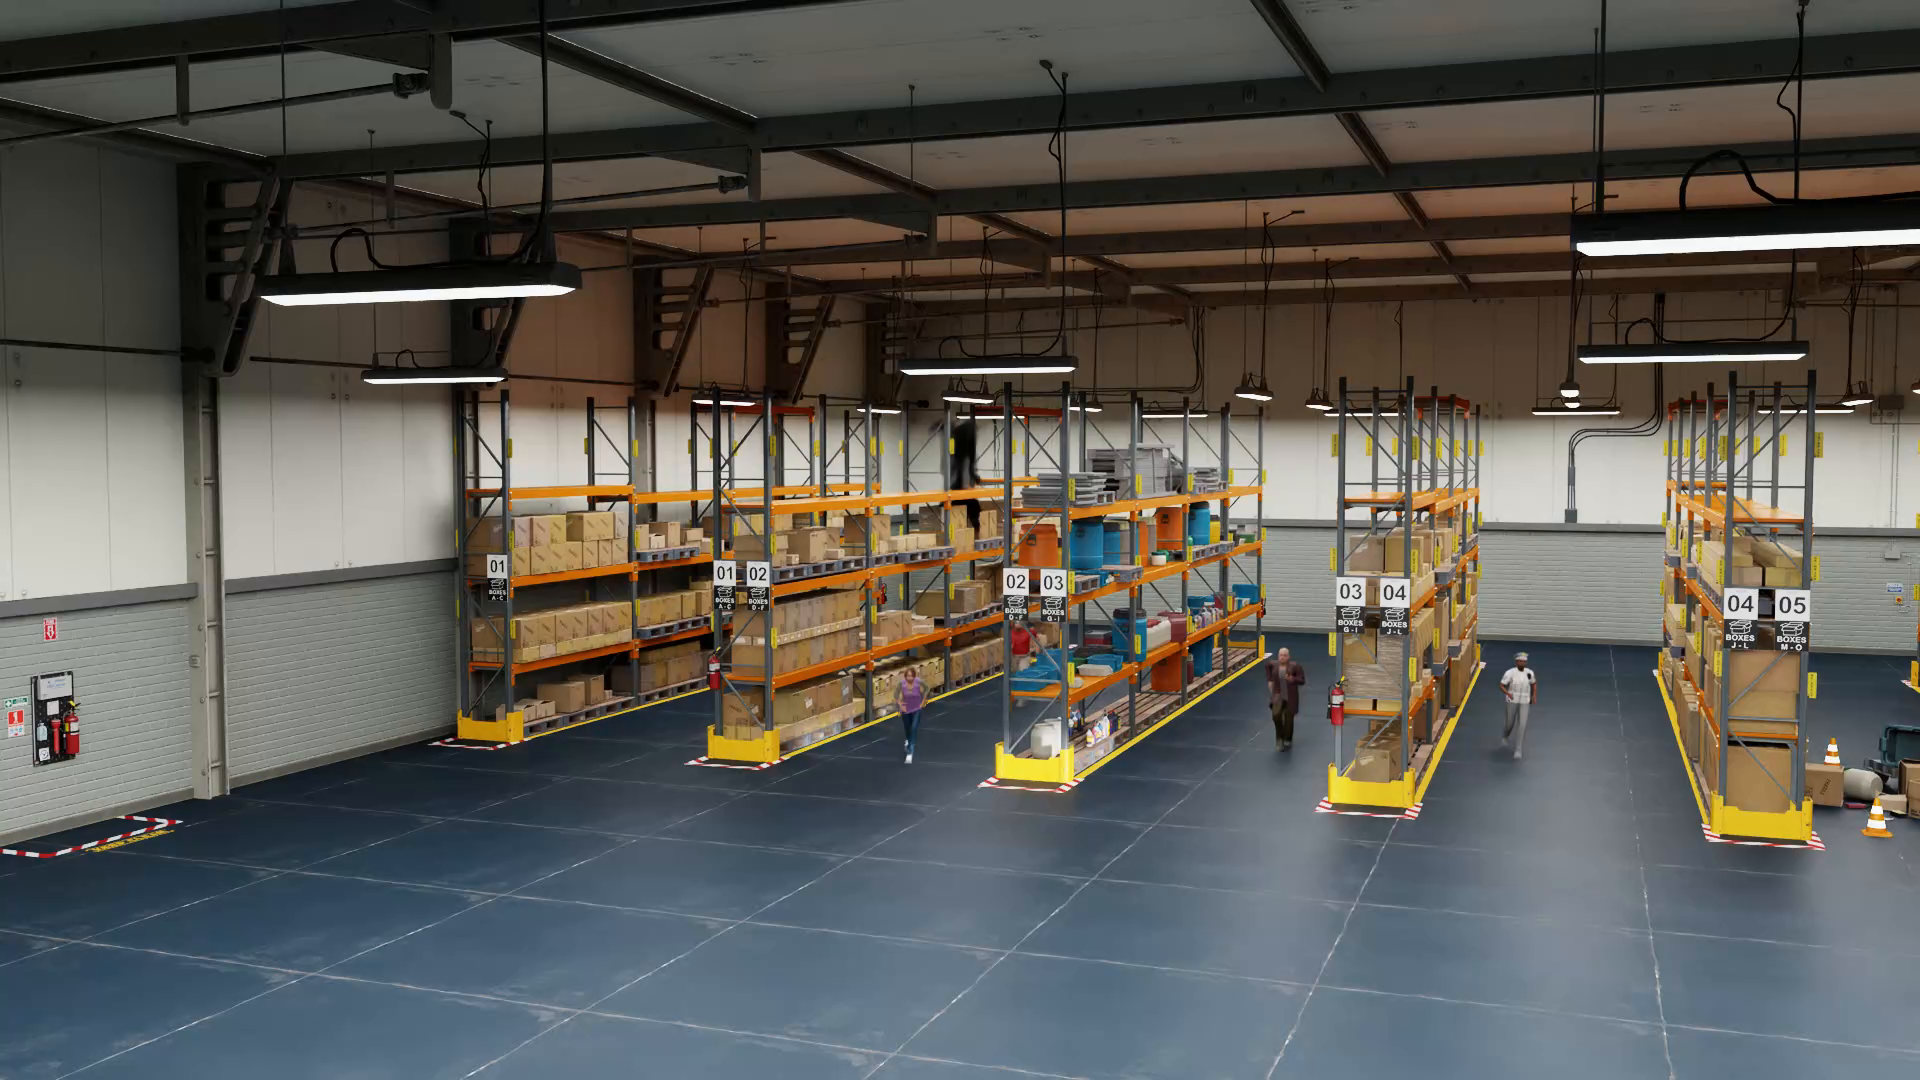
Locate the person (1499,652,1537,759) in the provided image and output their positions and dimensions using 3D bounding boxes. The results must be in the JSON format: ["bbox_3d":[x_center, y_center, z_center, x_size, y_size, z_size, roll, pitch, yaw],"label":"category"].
[{"bbox_3d":[9.110,2.662,27.098,0.618,1.687,0.958,1,3,9],"label":"person"}]

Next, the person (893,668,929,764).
[{"bbox_3d":[-0.796,2.781,26.831,0.569,1.547,0.914,0,3,-5],"label":"person"}]

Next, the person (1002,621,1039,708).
[{"bbox_3d":[1.174,2.375,32.397,0.687,1.780,0.876,1,3,11],"label":"person"}]

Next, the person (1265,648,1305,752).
[{"bbox_3d":[5.345,2.668,27.397,0.690,1.633,0.985,1,3,16],"label":"person"}]
